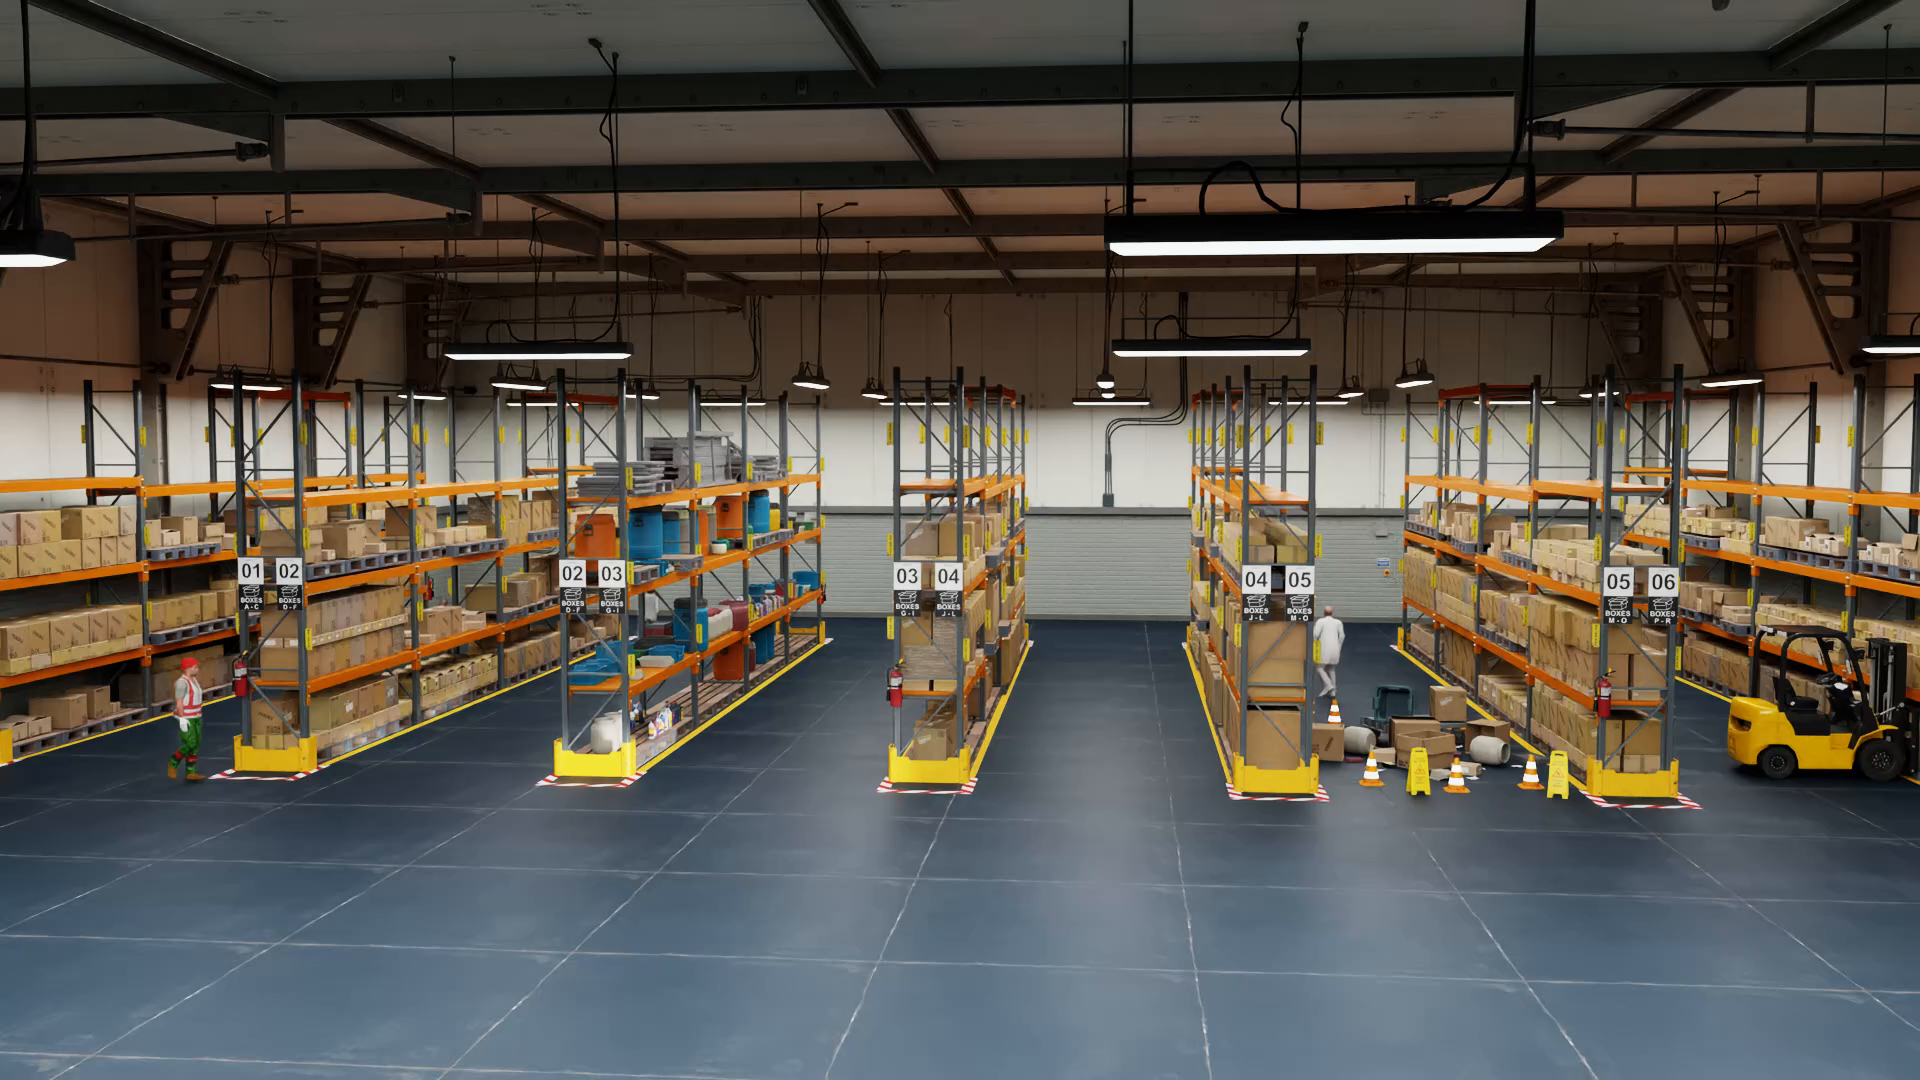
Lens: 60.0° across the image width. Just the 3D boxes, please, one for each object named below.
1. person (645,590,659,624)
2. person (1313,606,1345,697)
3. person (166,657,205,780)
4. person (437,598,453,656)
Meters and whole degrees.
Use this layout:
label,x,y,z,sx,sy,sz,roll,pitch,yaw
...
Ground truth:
label,x,y,z,sx,sy,sz,roll,pitch,yaw
person,-7.183,1.835,38.365,0.447,1.619,0.467,0,4,2
person,7.130,2.153,32.009,0.648,1.736,0.700,-1,4,-13
person,-11.235,2.593,24.104,0.500,1.789,0.568,0,4,7
person,-10.875,2.028,35.170,0.520,1.615,0.516,0,4,1
